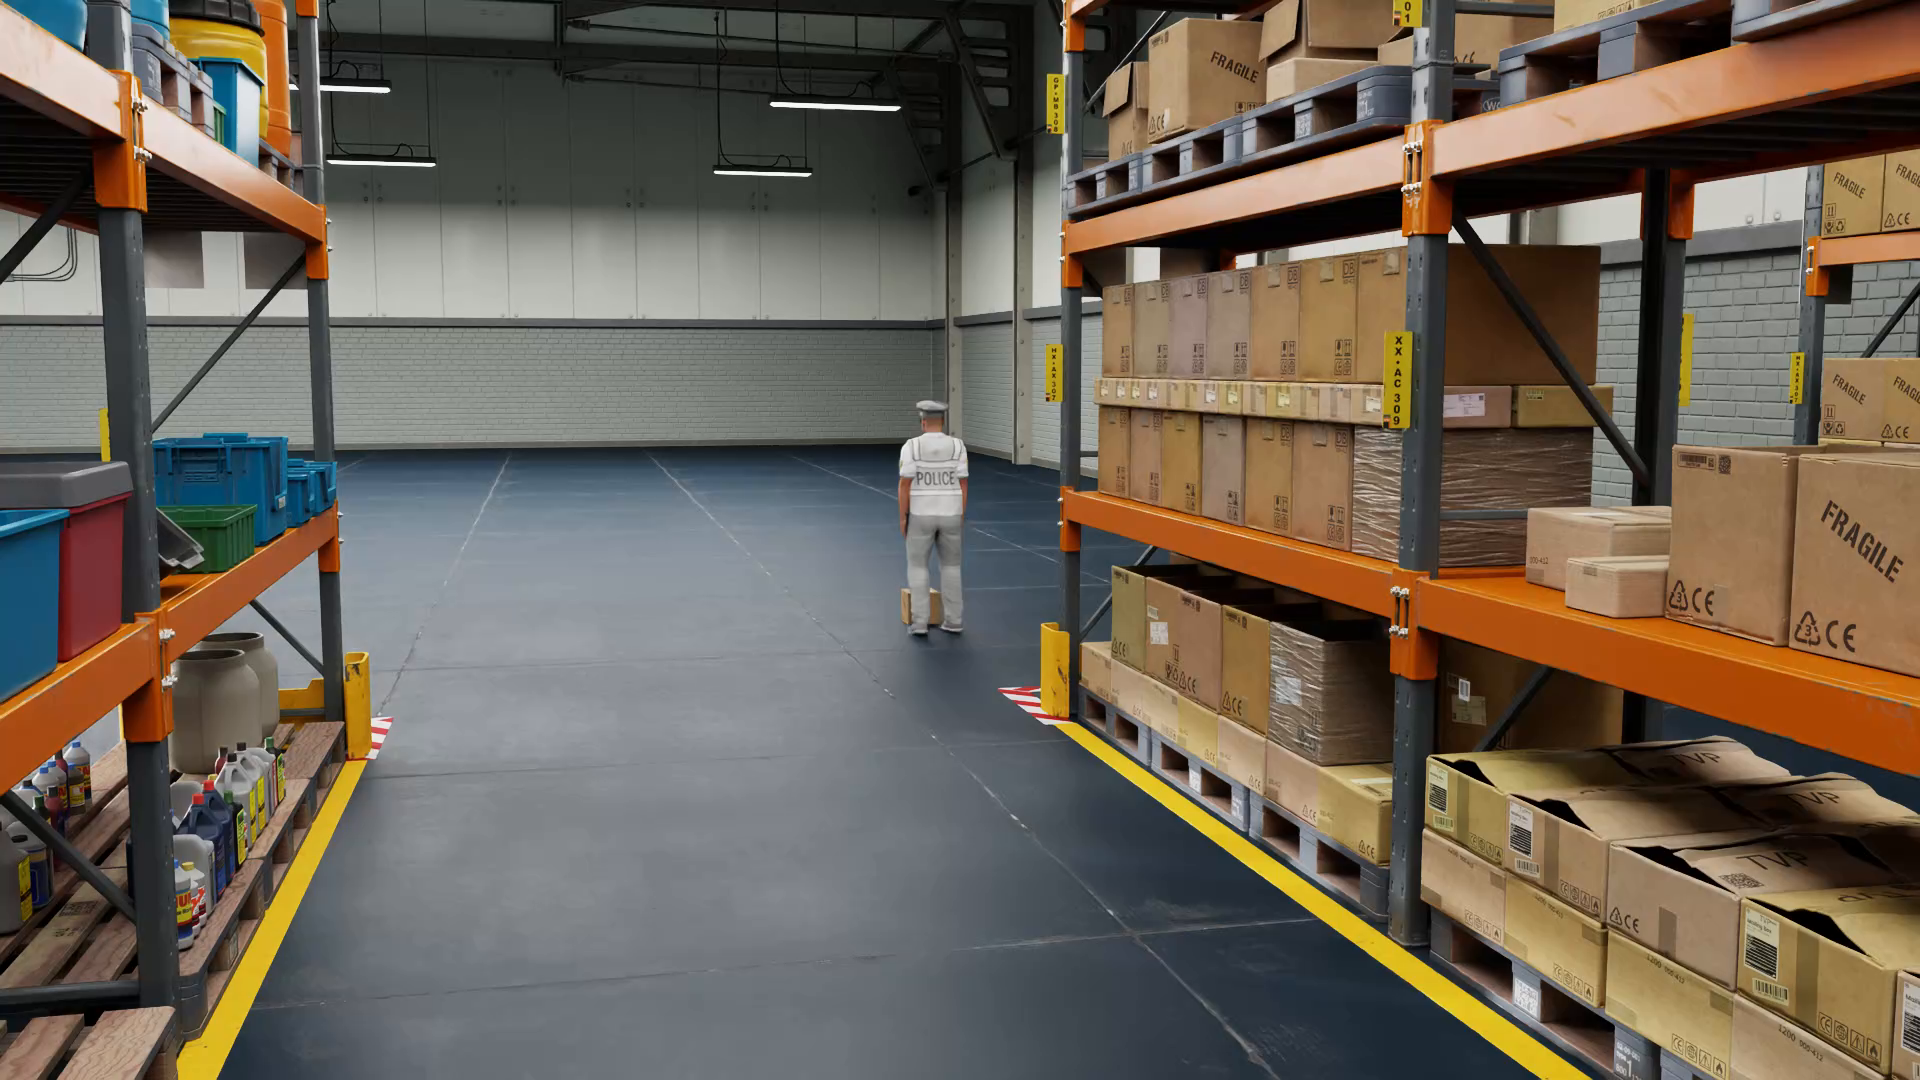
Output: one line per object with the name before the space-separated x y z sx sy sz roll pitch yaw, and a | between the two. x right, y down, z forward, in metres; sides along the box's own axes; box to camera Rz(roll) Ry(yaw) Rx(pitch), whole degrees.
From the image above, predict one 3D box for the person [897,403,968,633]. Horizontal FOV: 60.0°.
person | -0.212 -0.157 12.518 0.534 1.738 0.389 -1 6 -13
